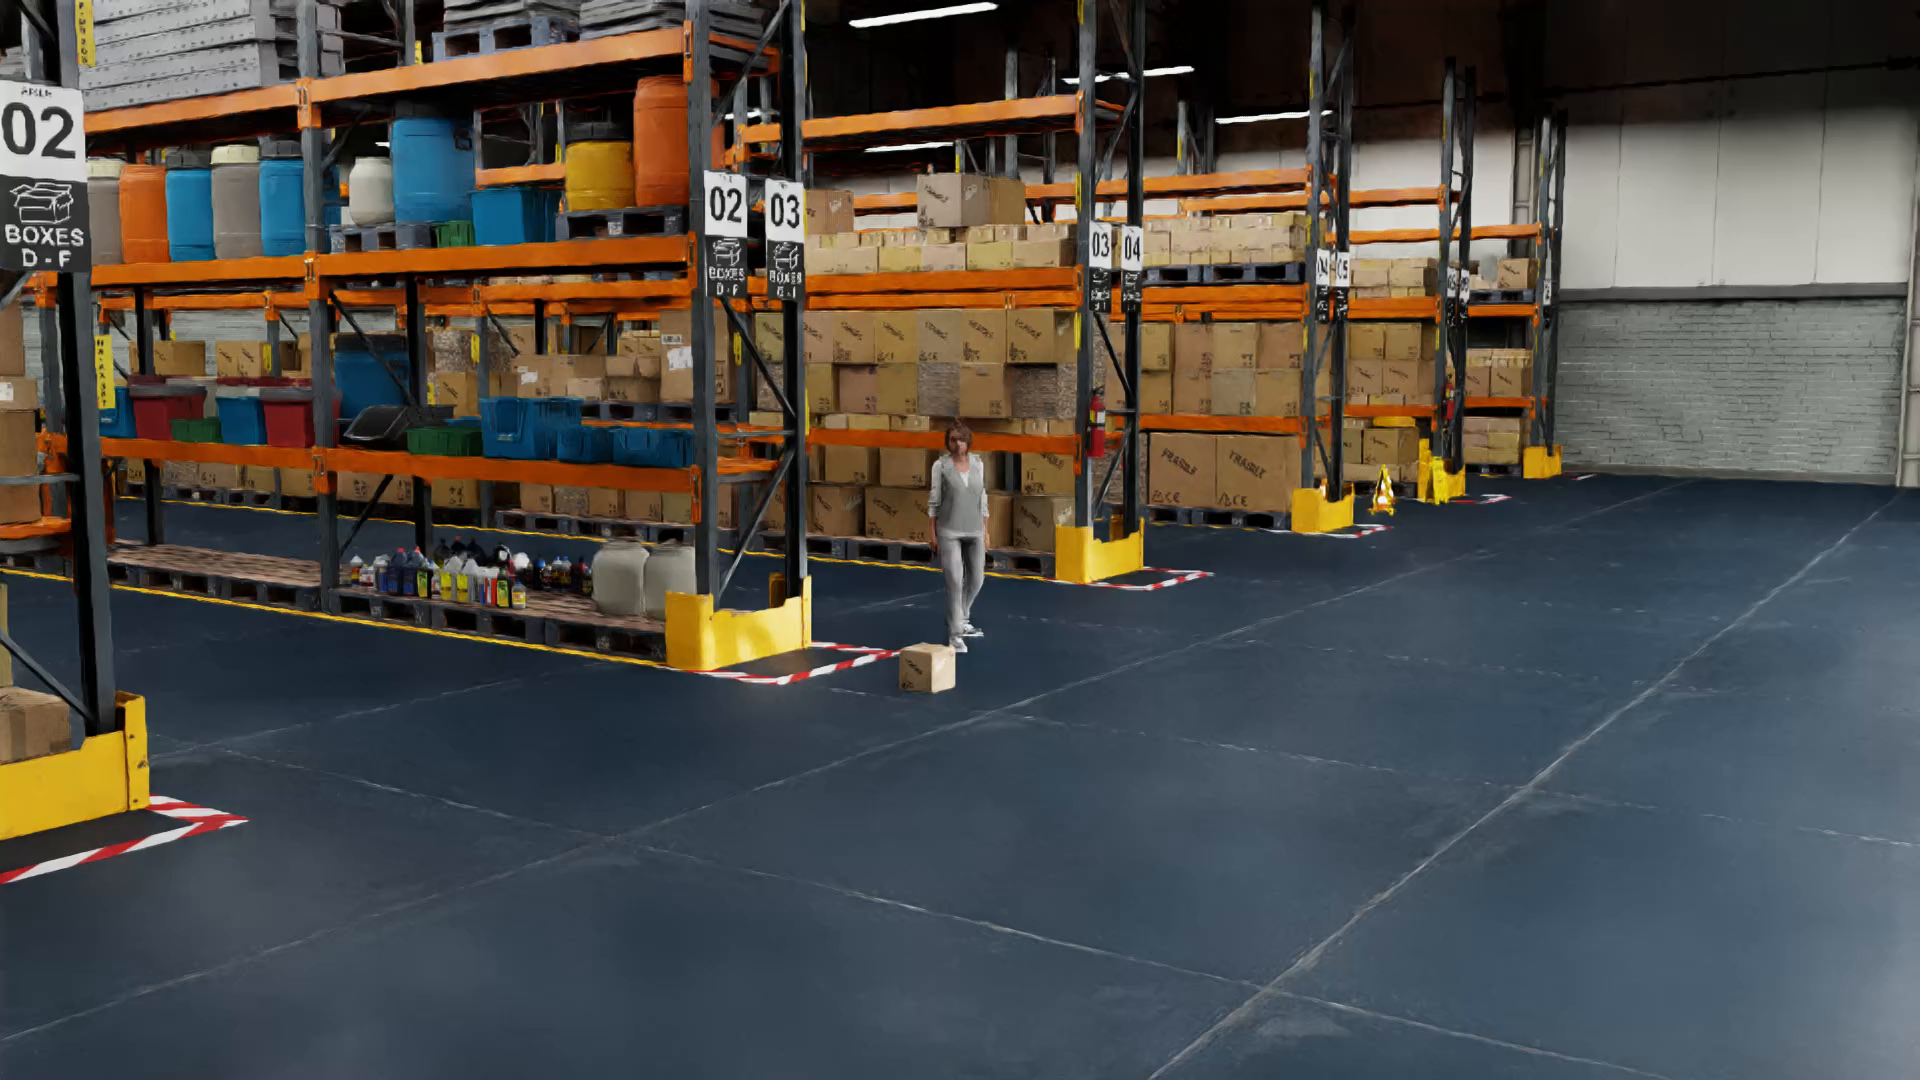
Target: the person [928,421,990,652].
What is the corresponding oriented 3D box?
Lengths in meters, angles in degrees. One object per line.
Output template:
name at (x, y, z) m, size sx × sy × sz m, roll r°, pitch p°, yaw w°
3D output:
person at (-0.023, -0.034, 11.503) m, size 0.459 × 1.588 × 0.502 m, roll -3°, pitch 7°, yaw -22°
